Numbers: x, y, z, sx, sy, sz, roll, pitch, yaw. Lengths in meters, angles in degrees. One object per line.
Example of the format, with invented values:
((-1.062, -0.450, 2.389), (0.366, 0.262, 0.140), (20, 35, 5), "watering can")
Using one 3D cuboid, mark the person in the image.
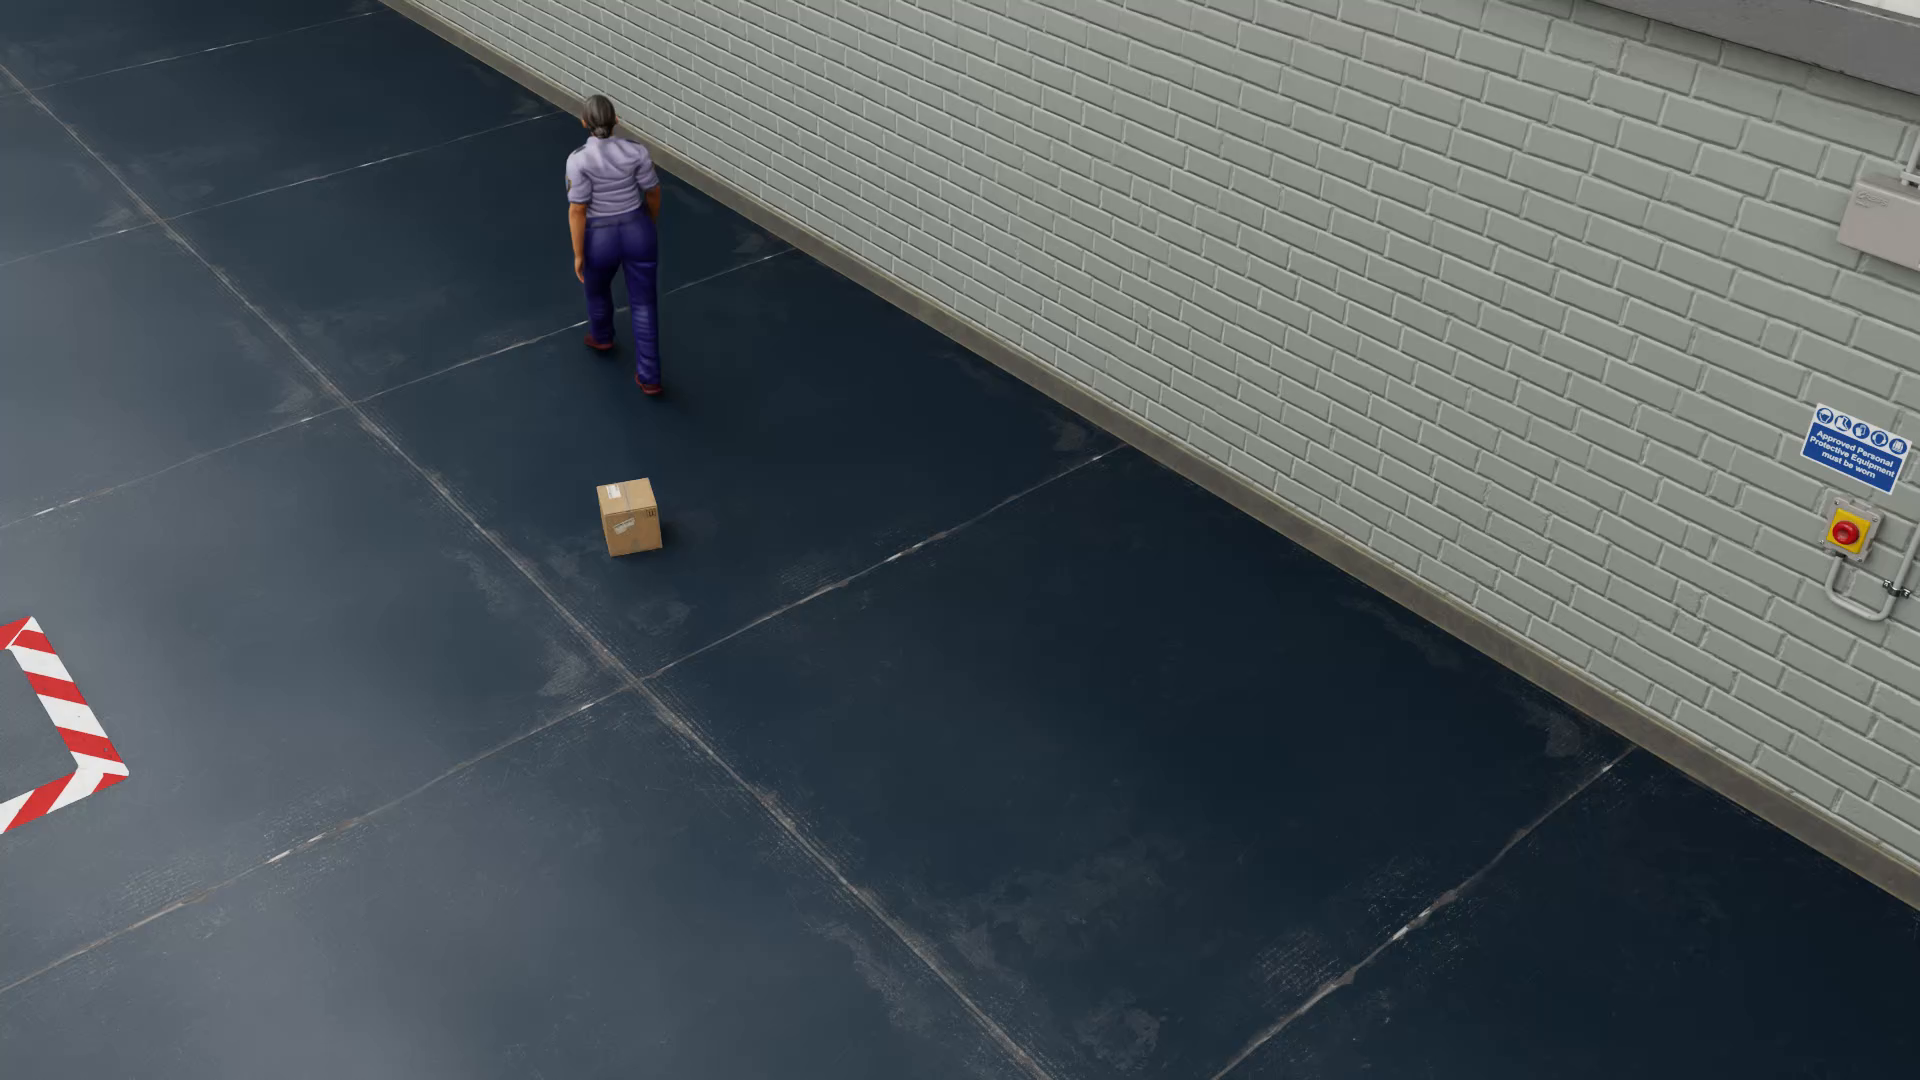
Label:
((-1.839, -1.635, 8.891), (0.512, 1.625, 0.880), (-11, 38, -15), "person")
